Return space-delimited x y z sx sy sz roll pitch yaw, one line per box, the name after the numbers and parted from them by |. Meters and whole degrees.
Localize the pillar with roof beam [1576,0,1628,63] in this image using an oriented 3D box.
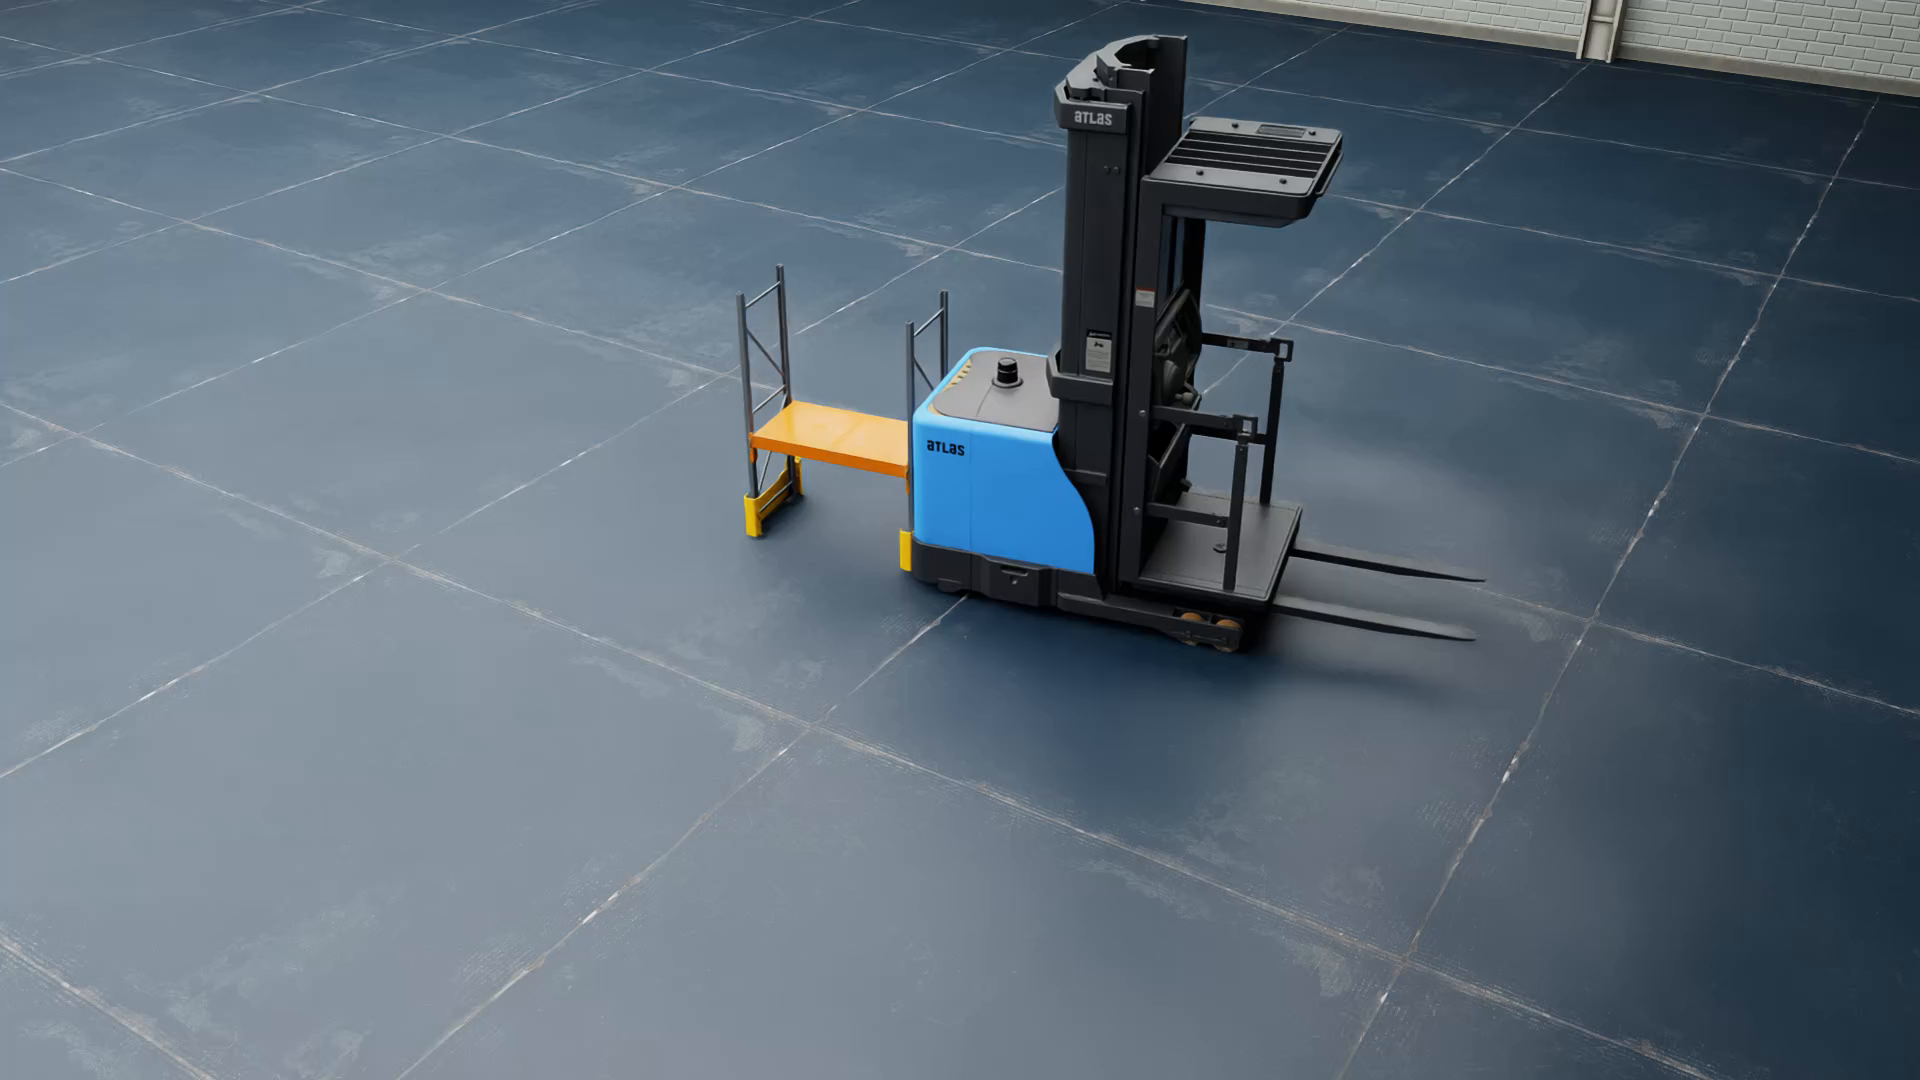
5.133 -7.673 13.973 0.400 9.000 9.100 18 35 27 | pillar with roof beam

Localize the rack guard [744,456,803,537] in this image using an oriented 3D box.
-1.112 -0.266 9.959 0.087 0.250 0.587 12 32 20 | rack guard

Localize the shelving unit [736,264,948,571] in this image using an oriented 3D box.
-0.654 -0.709 9.476 1.083 1.500 0.587 12 32 20 | shelving unit

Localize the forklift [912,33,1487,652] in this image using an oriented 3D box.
1.307 -0.982 8.525 3.031 2.935 1.130 10 32 17 | forklift

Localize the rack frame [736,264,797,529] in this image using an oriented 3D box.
-1.114 -0.807 9.644 0.032 1.500 0.500 12 32 20 | rack frame

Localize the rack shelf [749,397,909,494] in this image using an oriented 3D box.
-0.645 -0.552 9.564 1.000 0.185 0.538 12 32 20 | rack shelf

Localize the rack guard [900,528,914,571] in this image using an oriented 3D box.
-0.195 -0.071 9.624 0.087 0.250 0.587 12 32 20 | rack guard

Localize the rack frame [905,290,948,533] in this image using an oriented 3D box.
-0.177 -0.607 9.303 0.032 1.500 0.500 12 32 20 | rack frame
